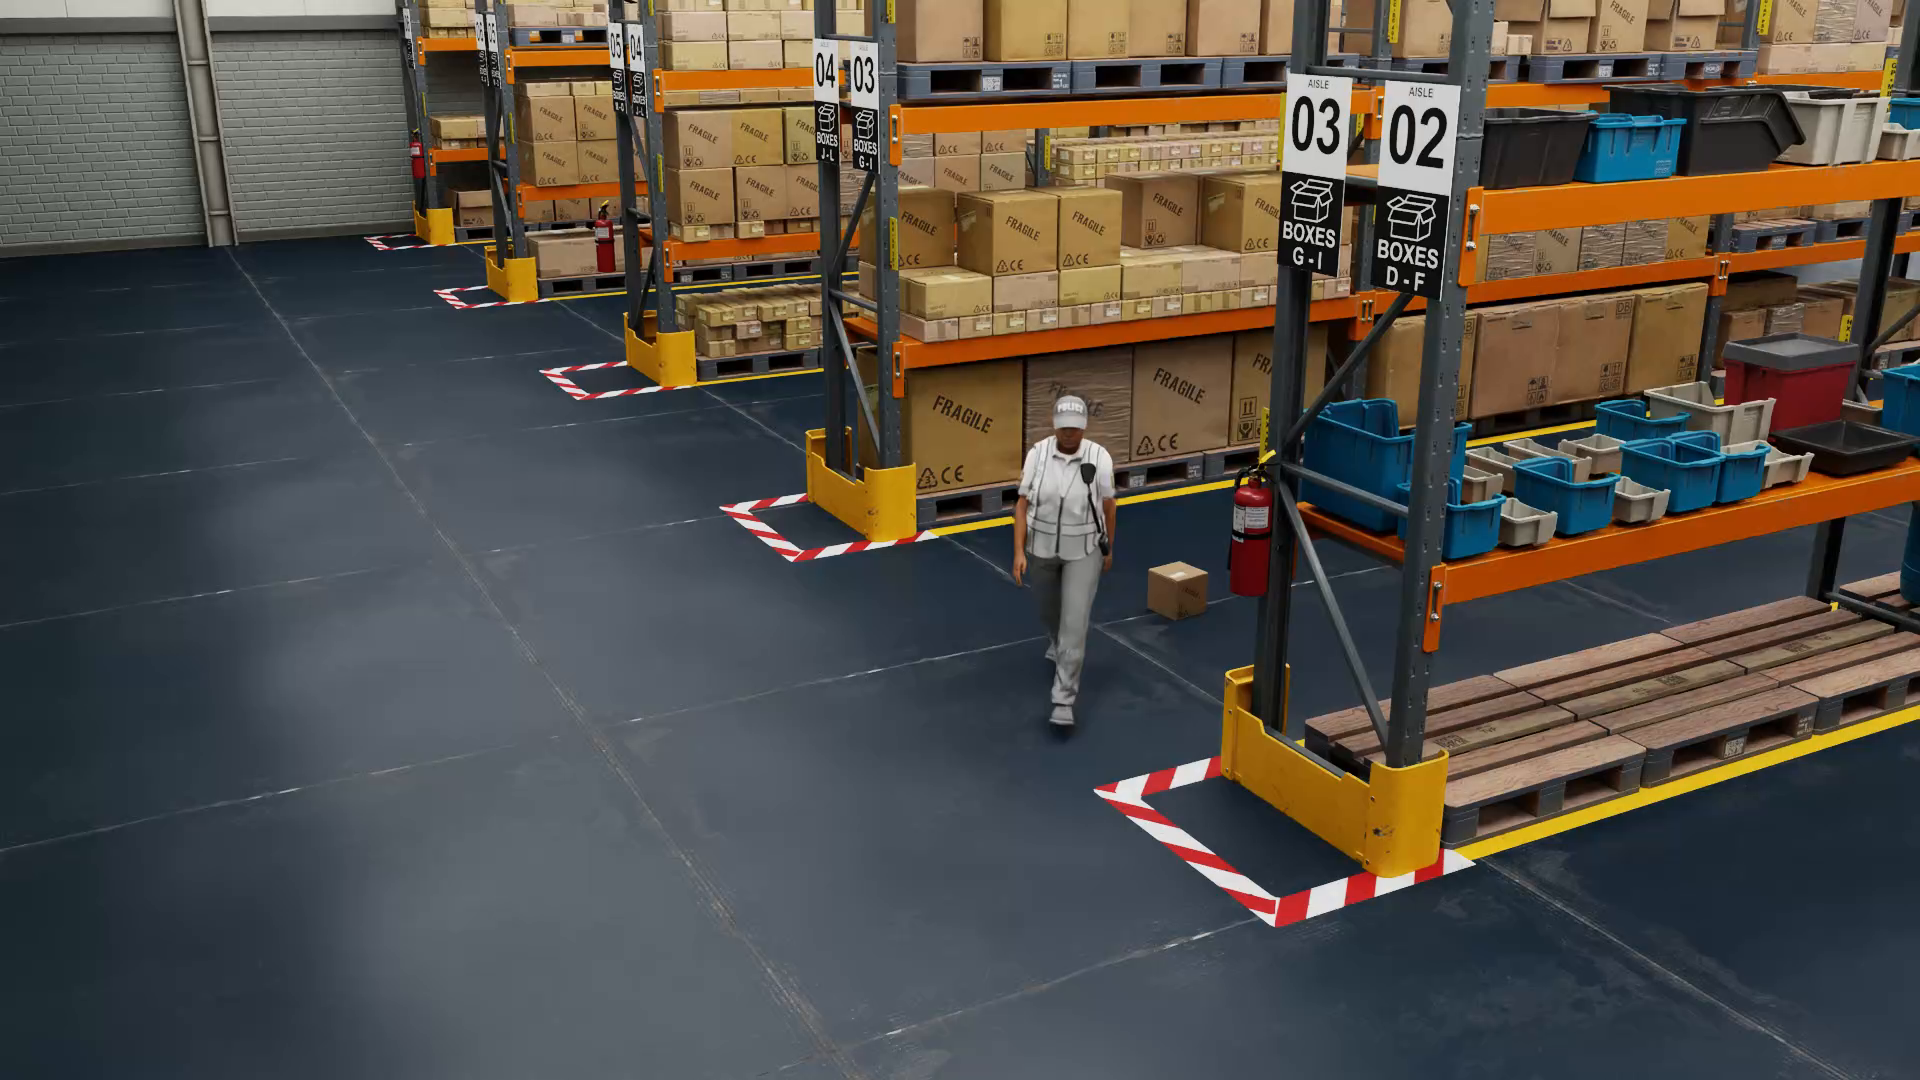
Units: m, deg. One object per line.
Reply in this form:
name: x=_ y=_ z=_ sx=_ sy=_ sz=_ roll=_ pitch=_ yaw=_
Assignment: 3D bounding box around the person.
person: x=0.530 y=0.046 z=8.444 sx=0.481 sy=1.611 sz=1.065 roll=5 pitch=19 yaw=15
